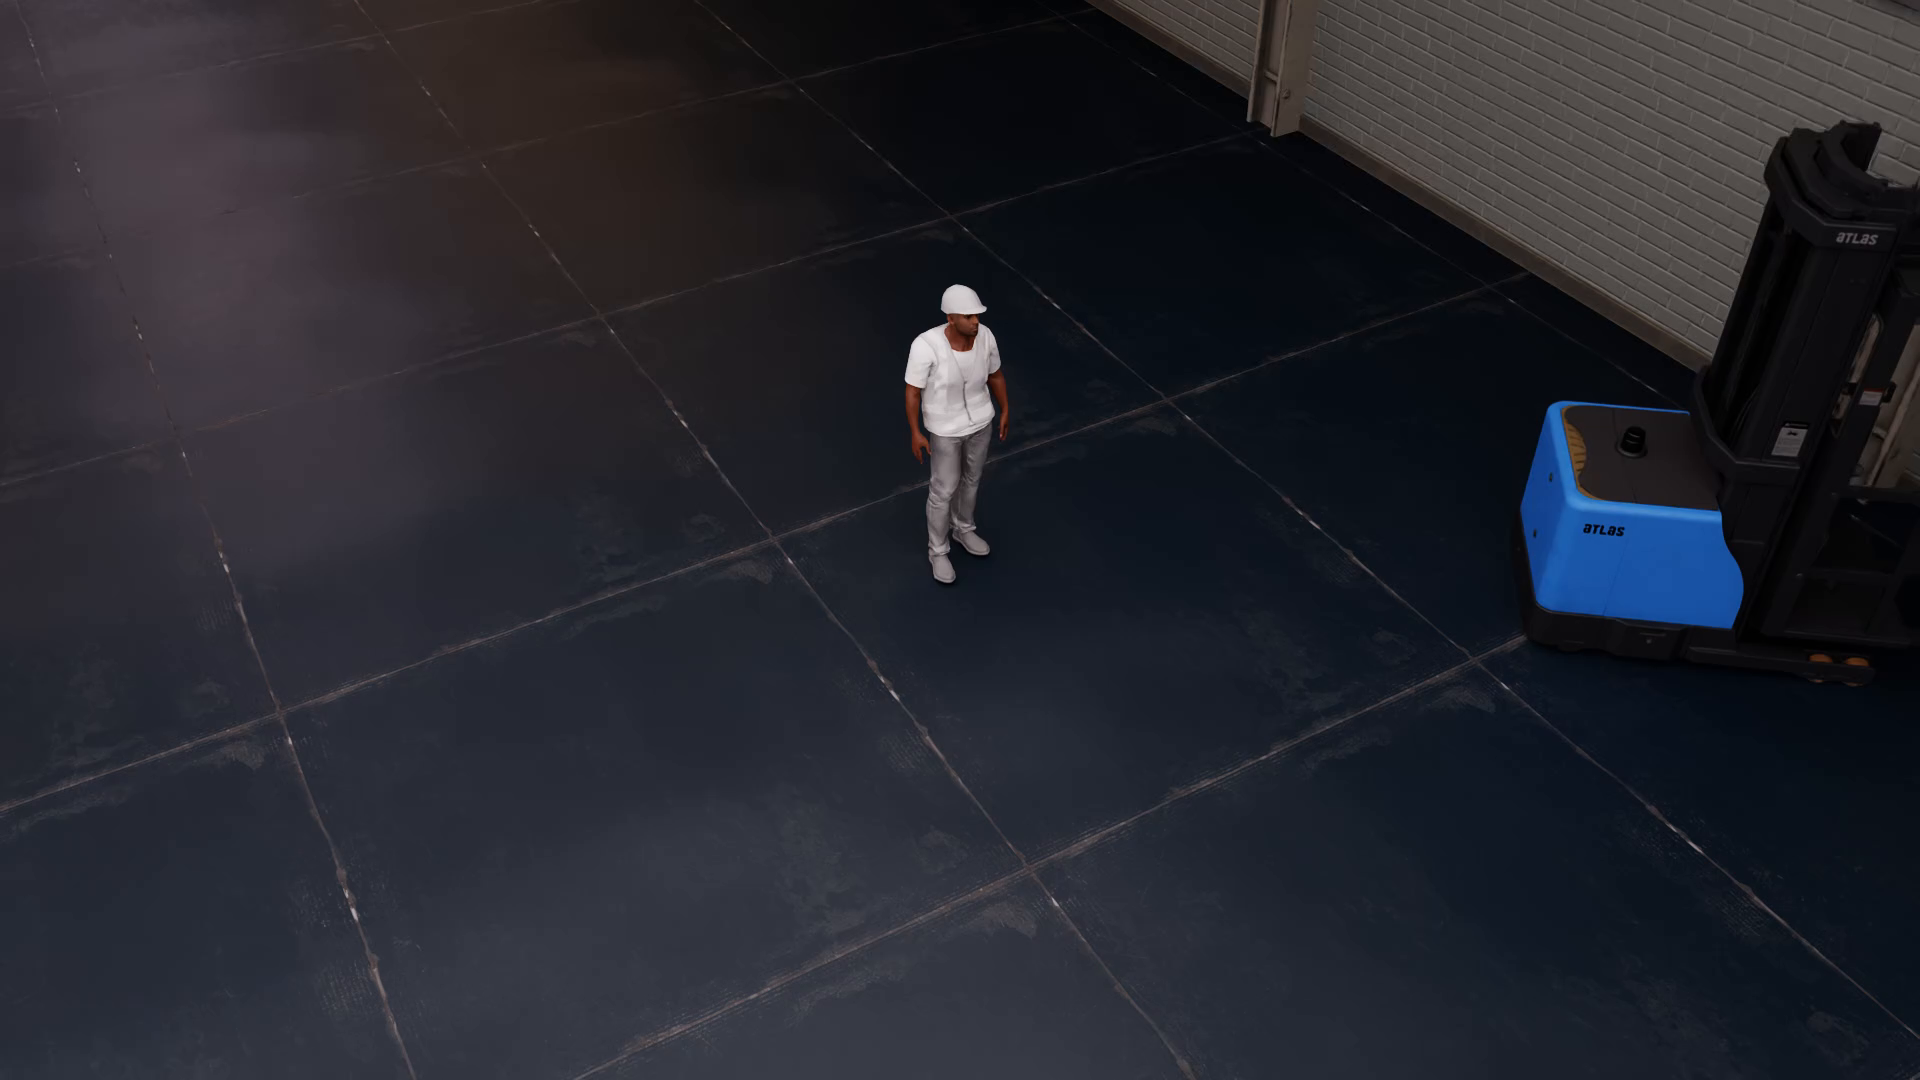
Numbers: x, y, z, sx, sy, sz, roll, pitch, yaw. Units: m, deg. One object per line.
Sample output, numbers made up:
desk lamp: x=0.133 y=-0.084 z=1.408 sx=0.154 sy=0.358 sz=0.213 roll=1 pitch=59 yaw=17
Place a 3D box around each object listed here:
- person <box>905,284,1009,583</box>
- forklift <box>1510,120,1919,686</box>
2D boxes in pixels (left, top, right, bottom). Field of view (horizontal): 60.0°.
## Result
person: x=0.029 y=-0.645 z=9.715 sx=0.665 sy=1.765 sz=0.577 roll=-20 pitch=44 yaw=-23
forklift: x=4.817 y=-0.672 z=8.846 sx=3.031 sy=2.935 sz=1.130 roll=6 pitch=40 yaw=7
